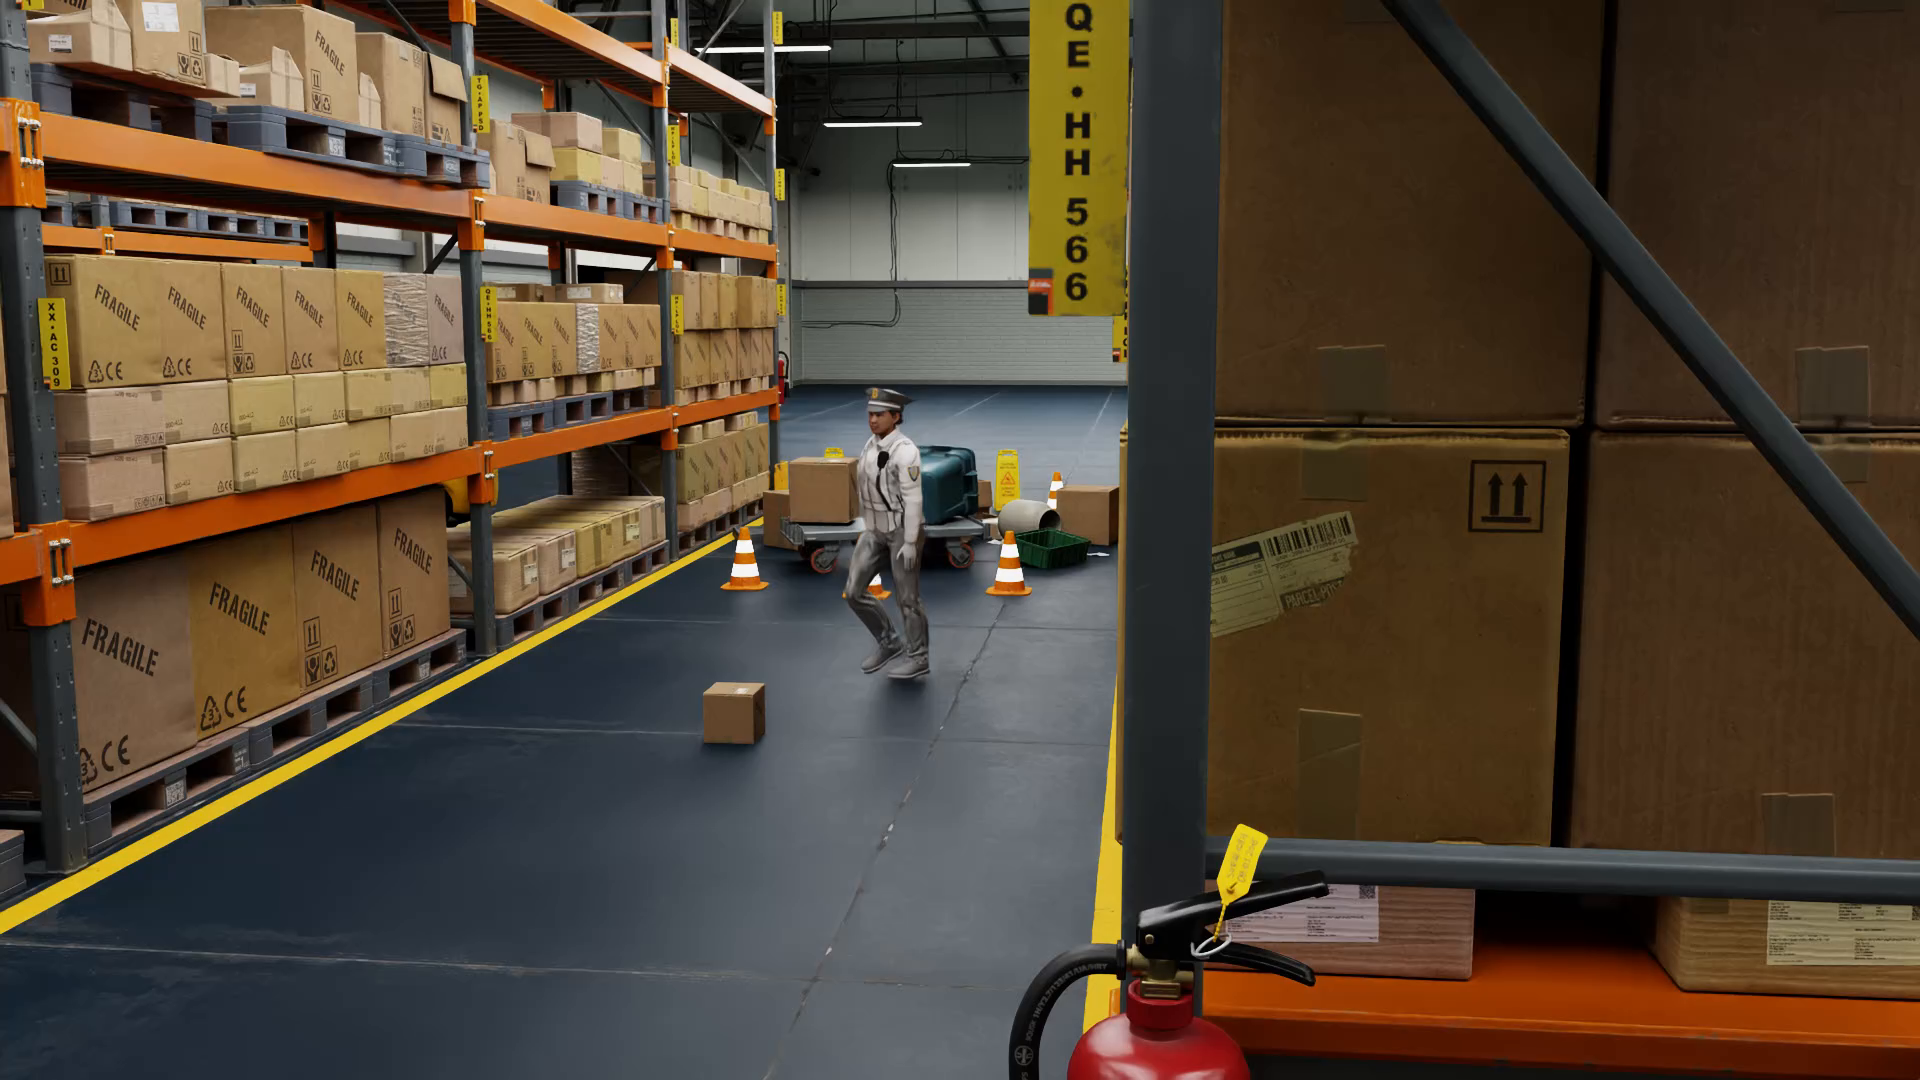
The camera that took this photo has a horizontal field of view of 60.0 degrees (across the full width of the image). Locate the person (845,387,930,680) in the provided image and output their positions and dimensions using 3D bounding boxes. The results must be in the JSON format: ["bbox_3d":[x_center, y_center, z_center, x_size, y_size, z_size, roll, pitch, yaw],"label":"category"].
[{"bbox_3d":[-0.362,-0.030,9.331,0.483,1.663,0.509,-7,10,-40],"label":"person"}]
